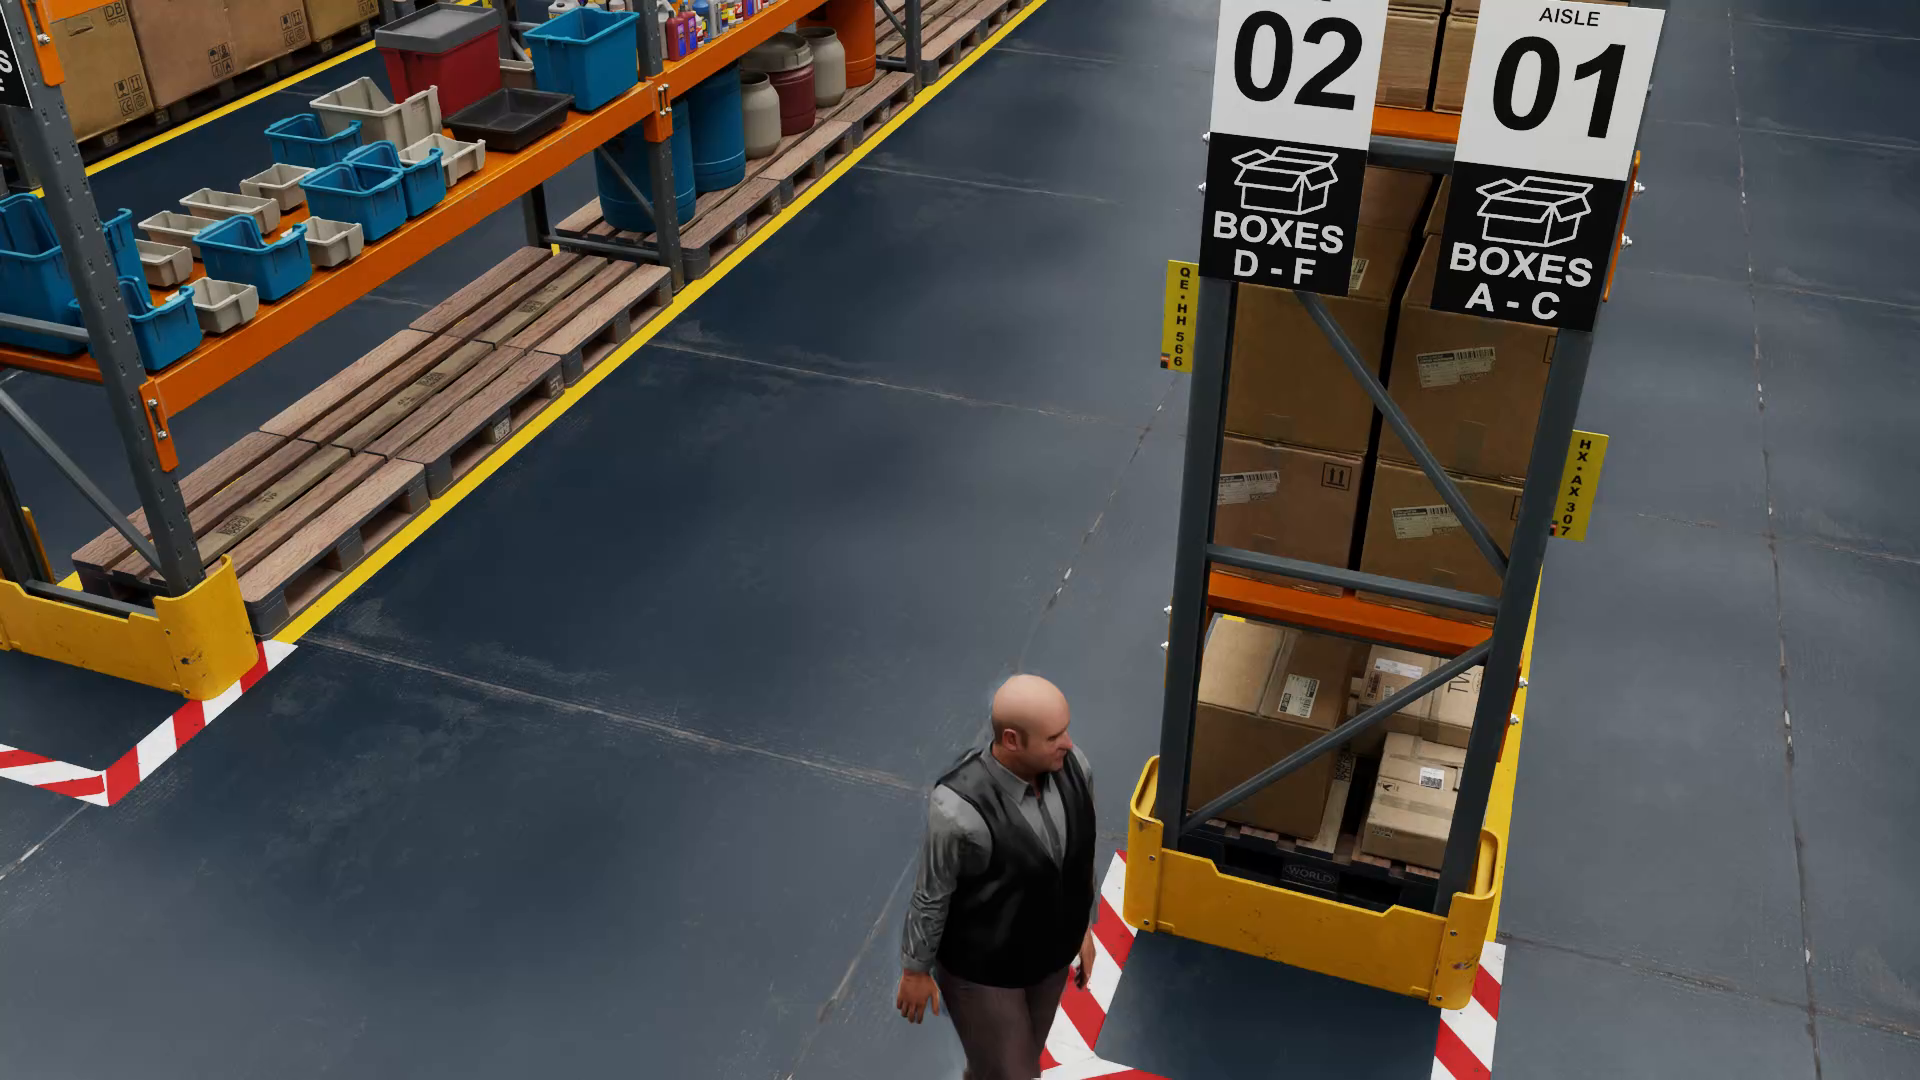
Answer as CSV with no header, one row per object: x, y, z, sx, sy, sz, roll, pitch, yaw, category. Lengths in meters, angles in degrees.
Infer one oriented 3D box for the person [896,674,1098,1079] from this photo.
0.154,1.131,4.419,0.609,1.733,0.457,-25,40,-33,person
